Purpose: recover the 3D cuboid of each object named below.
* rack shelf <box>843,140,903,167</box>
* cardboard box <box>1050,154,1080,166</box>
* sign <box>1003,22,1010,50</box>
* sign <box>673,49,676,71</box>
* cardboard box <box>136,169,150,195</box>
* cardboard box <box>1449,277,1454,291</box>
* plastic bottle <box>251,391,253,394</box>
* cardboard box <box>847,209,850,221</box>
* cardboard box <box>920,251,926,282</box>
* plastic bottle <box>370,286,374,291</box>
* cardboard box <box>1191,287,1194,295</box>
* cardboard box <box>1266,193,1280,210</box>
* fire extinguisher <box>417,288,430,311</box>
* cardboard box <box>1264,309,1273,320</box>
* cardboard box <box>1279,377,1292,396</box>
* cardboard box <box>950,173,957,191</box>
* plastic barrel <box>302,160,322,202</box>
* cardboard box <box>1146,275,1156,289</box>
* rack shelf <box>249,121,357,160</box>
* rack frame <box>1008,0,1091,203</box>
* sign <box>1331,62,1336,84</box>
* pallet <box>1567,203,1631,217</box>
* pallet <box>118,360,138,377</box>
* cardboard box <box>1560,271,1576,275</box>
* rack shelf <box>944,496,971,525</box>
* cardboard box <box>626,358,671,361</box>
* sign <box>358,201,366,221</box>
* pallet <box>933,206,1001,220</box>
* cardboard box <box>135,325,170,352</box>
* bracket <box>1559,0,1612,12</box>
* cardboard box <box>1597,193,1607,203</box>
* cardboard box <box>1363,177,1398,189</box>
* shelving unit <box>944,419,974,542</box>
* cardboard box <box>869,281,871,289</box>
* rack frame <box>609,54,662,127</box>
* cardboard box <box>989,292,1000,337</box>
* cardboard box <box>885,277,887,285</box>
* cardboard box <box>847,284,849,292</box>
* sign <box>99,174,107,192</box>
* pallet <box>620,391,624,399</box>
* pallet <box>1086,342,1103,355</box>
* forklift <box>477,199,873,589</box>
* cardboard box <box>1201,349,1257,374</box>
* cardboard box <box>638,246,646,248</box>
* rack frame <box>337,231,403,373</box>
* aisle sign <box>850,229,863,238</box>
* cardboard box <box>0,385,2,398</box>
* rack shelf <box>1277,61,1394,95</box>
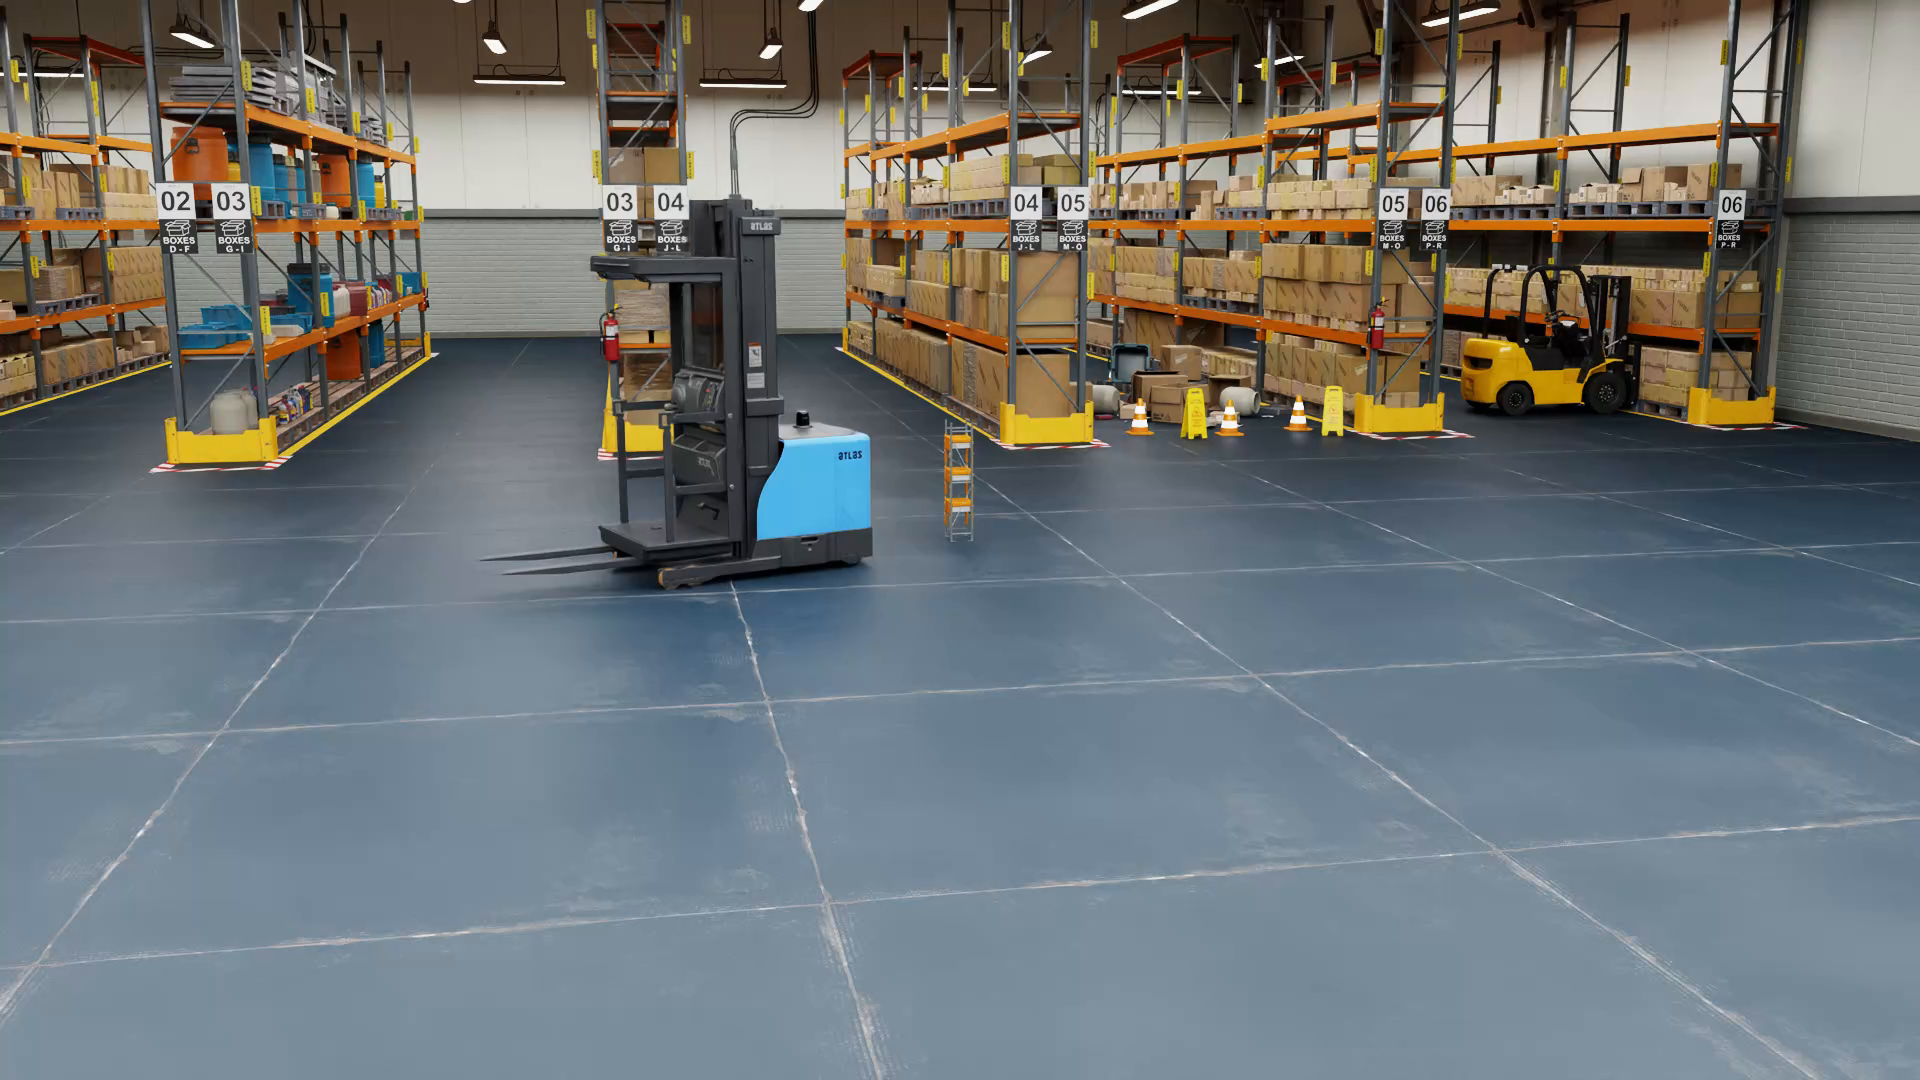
[{"bbox_3d":[-1.616,-7.906,34.098,1.077,0.370,4.000,-2,11,-11],"label":"rack shelf"},{"bbox_3d":[1.355,-4.816,21.103,0.380,0.149,0.250,-2,11,-10],"label":"cardboard box"},{"bbox_3d":[0.572,-6.174,20.355,0.100,0.325,0.005,-2,11,-11],"label":"sign"},{"bbox_3d":[-4.020,-6.779,23.535,0.100,0.325,0.005,-2,11,-11],"label":"sign"},{"bbox_3d":[-16.491,-7.079,32.904,0.700,0.500,0.500,-2,11,-11],"label":"cardboard box"},{"bbox_3d":[9.078,-4.674,30.293,0.500,0.250,0.500,-2,11,-11],"label":"cardboard box"},{"bbox_3d":[-9.692,-1.883,22.675,0.152,0.276,0.135,-2,11,-9],"label":"plastic bottle"},{"bbox_3d":[-2.168,-6.989,35.770,0.500,0.250,0.500,-2,11,-9],"label":"cardboard box"},{"bbox_3d":[-0.271,-4.578,27.785,0.700,0.500,0.500,-2,11,-12],"label":"cardboard box"},{"bbox_3d":[-10.576,-4.385,29.843,0.144,0.351,0.185,-2,11,-11],"label":"plastic bottle"},{"bbox_3d":[4.290,-4.375,29.209,0.380,0.149,0.250,-3,11,-15],"label":"cardboard box"},{"bbox_3d":[4.982,-5.133,25.228,0.500,0.250,0.500,-2,11,-12],"label":"cardboard box"},{"bbox_3d":[-11.331,-5.161,34.996,0.296,0.674,0.183,-2,11,-11],"label":"fire extinguisher"},{"bbox_3d":[4.912,-3.485,25.657,0.380,0.149,0.250,-2,11,-11],"label":"cardboard box"},{"bbox_3d":[5.130,-2.318,25.084,0.500,0.250,0.500,-1,11,-8],"label":"cardboard box"},{"bbox_3d":[0.150,-5.181,24.088,0.500,0.250,0.500,-2,11,-11],"label":"cardboard box"},{"bbox_3d":[-10.245,-5.432,25.853,0.600,0.901,0.600,0,11,0],"label":"plastic barrel"},{"bbox_3d":[3.821,-4.850,31.221,0.500,0.250,0.500,-2,11,-12],"label":"cardboard box"},{"bbox_3d":[-9.803,-5.902,24.629,1.077,0.370,4.000,-2,11,-11],"label":"rack shelf"},{"bbox_3d":[1.107,-5.693,20.540,1.000,3.000,0.127,-2,11,-11],"label":"rack frame"},{"bbox_3d":[5.701,-7.139,25.429,0.100,0.325,0.005,-2,11,-11],"label":"sign"},{"bbox_3d":[10.225,-5.134,25.861,1.003,0.211,1.213,-2,11,-11],"label":"pallet"},{"bbox_3d":[-15.962,-3.181,30.847,1.003,0.211,1.213,-2,11,-11],"label":"pallet"},{"bbox_3d":[9.804,-4.304,26.489,0.380,0.149,0.250,-2,11,-10],"label":"cardboard box"},{"bbox_3d":[-0.010,-0.242,14.704,0.215,0.259,0.240,-2,11,-11],"label":"rack shelf"},{"bbox_3d":[-4.728,-2.507,25.356,0.700,0.500,0.500,-2,11,-11],"label":"cardboard box"},{"bbox_3d":[-9.654,-5.315,26.854,0.100,0.325,0.005,-2,11,-11],"label":"sign"},{"bbox_3d":[0.103,-5.025,25.567,0.805,0.209,1.217,-3,11,-13],"label":"pallet"},{"bbox_3d":[-16.260,-4.056,33.495,0.500,0.500,0.500,-2,11,-11],"label":"cardboard box"},{"bbox_3d":[10.630,-8.537,25.856,0.076,0.066,4.783,-2,11,-11],"label":"bracket"},{"bbox_3d":[9.972,-5.230,25.414,0.380,0.149,0.250,-2,11,-9],"label":"cardboard box"},{"bbox_3d":[5.588,-4.738,22.082,0.380,0.149,0.250,-2,11,-10],"label":"cardboard box"},{"bbox_3d":[-0.010,-0.526,14.650,0.215,1.050,0.252,-2,11,-11],"label":"shelving unit"},{"bbox_3d":[-1.541,-4.890,31.915,0.380,0.149,0.250,-2,11,-10],"label":"cardboard box"},{"bbox_3d":[-6.111,-7.732,31.253,1.000,3.000,0.127,-2,11,-11],"label":"rack frame"},{"bbox_3d":[0.862,-2.986,21.961,0.875,0.550,0.550,-2,11,-11],"label":"cardboard box"},{"bbox_3d":[-1.147,-4.659,29.906,0.380,0.149,0.250,-2,11,-11],"label":"cardboard box"},{"bbox_3d":[-2.263,-5.486,36.167,0.380,0.149,0.250,-2,11,-11],"label":"cardboard box"},{"bbox_3d":[-15.286,-6.367,29.668,0.100,0.325,0.005,-2,11,-11],"label":"sign"},{"bbox_3d":[-4.708,-2.091,25.115,1.003,0.211,1.213,-2,11,-11],"label":"pallet"},{"bbox_3d":[3.297,-4.142,35.894,1.003,0.211,1.213,-2,11,-11],"label":"pallet"},{"bbox_3d":[-2.242,-1.174,13.024,3.031,2.935,1.130,-7,13,-31],"label":"forklift"},{"bbox_3d":[4.639,-3.088,28.803,0.950,0.372,0.625,-2,11,-12],"label":"cardboard box"},{"bbox_3d":[-4.414,-3.638,22.049,0.500,0.500,0.500,-2,11,-11],"label":"cardboard box"},{"bbox_3d":[-10.970,-4.605,30.867,1.000,3.000,0.127,-2,11,-11],"label":"rack frame"},{"bbox_3d":[-2.313,-6.960,36.288,0.394,0.787,0.004,-2,11,-11],"label":"aisle sign"},{"bbox_3d":[-14.408,-2.179,24.351,0.500,0.250,0.500,-2,11,-10],"label":"cardboard box"},{"bbox_3d":[8.088,-9.920,35.782,1.077,0.370,4.000,-2,11,-11],"label":"rack shelf"}]
